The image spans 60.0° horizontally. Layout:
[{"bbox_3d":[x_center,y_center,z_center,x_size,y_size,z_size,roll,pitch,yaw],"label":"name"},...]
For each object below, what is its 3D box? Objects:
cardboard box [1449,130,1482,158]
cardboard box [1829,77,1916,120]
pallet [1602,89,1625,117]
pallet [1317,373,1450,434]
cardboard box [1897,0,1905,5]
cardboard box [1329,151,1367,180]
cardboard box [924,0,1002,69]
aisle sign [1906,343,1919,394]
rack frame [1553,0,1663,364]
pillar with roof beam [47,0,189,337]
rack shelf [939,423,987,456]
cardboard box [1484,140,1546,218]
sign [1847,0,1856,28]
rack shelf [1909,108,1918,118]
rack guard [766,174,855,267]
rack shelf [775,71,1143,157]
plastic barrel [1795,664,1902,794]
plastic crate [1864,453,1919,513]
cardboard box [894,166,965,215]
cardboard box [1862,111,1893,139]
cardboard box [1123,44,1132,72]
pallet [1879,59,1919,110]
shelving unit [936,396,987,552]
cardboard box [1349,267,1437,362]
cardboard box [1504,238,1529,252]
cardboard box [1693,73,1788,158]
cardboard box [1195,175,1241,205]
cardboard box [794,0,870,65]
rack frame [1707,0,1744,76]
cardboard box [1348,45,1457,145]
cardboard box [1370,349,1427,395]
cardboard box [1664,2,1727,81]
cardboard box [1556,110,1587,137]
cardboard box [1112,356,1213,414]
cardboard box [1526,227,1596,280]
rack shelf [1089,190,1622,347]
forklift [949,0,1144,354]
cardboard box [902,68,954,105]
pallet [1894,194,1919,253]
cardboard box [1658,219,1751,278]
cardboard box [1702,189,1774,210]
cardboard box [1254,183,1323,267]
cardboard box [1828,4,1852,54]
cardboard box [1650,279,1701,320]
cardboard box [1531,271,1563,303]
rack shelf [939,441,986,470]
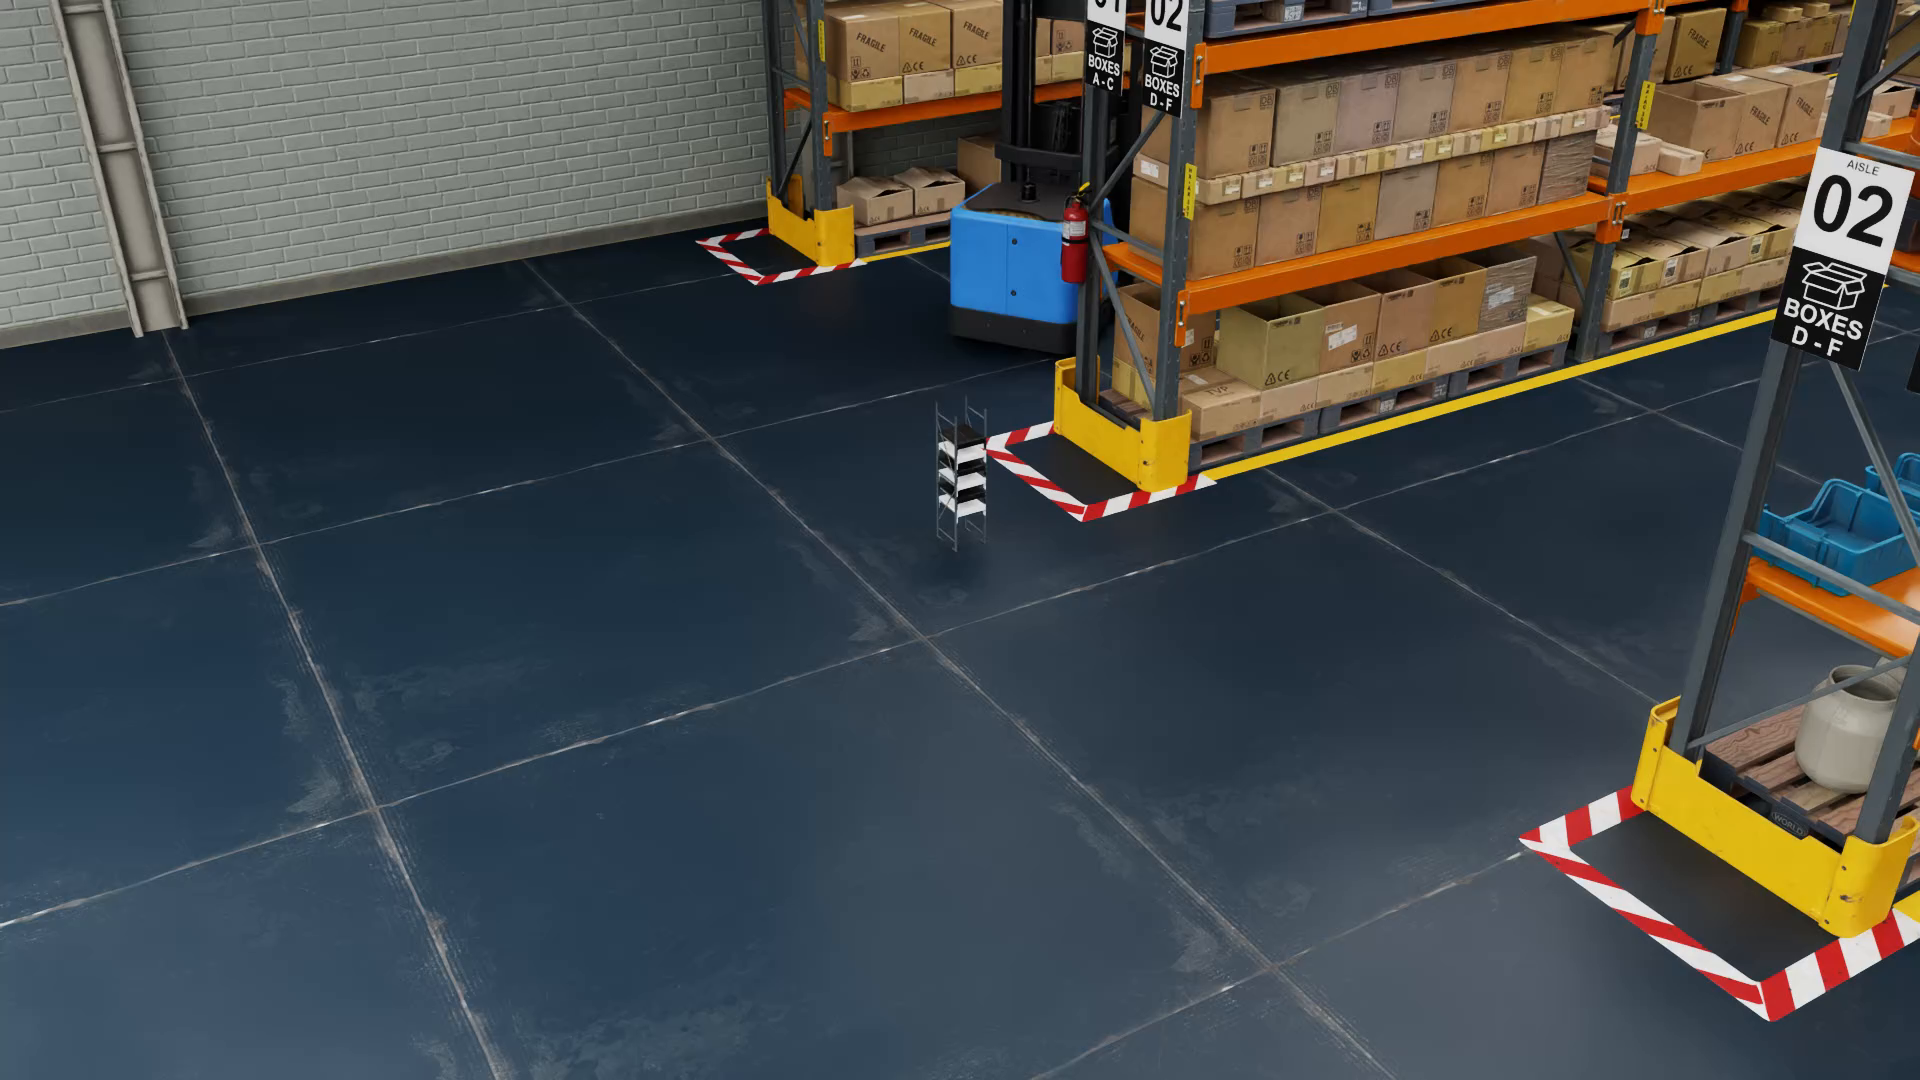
[{"bbox_3d":[3.323,-2.742,11.339,0.250,0.149,0.380,-15,32,-25],"label":"cardboard box"},{"bbox_3d":[7.658,-3.750,14.032,0.500,0.311,0.500,-14,32,-23],"label":"cardboard box"},{"bbox_3d":[7.249,-5.160,19.381,1.213,0.211,1.003,-16,33,-26],"label":"pallet"},{"bbox_3d":[2.785,-1.182,12.173,1.213,0.211,1.003,-16,33,-26],"label":"pallet"},{"bbox_3d":[11.807,-6.934,21.190,0.250,0.149,0.380,-16,33,-27],"label":"cardboard box"},{"bbox_3d":[2.433,-2.489,10.880,0.250,0.149,0.380,-17,33,-28],"label":"cardboard box"},{"bbox_3d":[0.027,-4.468,14.599,0.500,0.500,0.500,-17,33,-28],"label":"cardboard box"},{"bbox_3d":[3.689,-0.835,5.969,0.004,0.787,0.394,-16,33,-26],"label":"aisle sign"},{"bbox_3d":[4.545,-2.880,12.365,0.127,3.000,1.000,-16,33,-26],"label":"rack frame"},{"bbox_3d":[-4.244,-3.860,7.931,0.400,9.000,9.100,-16,33,-26],"label":"pillar with roof beam"},{"bbox_3d":[0.007,-0.603,9.922,0.200,0.077,0.258,-16,33,-26],"label":"rack shelf"},{"bbox_3d":[3.714,-2.681,11.900,0.500,0.500,0.700,-16,33,-27],"label":"cardboard box"},{"bbox_3d":[7.710,-4.555,14.284,0.005,0.325,0.100,-16,33,-26],"label":"sign"},{"bbox_3d":[9.718,-4.034,15.200,4.000,0.370,1.077,-16,33,-26],"label":"rack shelf"},{"bbox_3d":[-1.351,-2.888,14.966,0.348,0.500,1.175,-16,33,-26],"label":"rack guard"},{"bbox_3d":[0.308,-4.138,15.389,4.000,0.370,1.077,-16,33,-26],"label":"rack shelf"},{"bbox_3d":[4.131,0.876,7.699,0.421,0.512,0.421,0,29,0],"label":"plastic barrel"},{"bbox_3d":[4.445,-0.175,7.617,0.408,0.251,0.499,-16,33,-26],"label":"plastic crate"},{"bbox_3d":[-0.283,-3.251,15.363,0.500,0.311,0.500,-13,31,-22],"label":"cardboard box"},{"bbox_3d":[7.358,-3.414,13.592,0.250,0.149,0.380,-16,33,-26],"label":"cardboard box"},{"bbox_3d":[1.343,-4.525,15.480,0.500,0.250,0.500,-16,33,-26],"label":"cardboard box"},{"bbox_3d":[8.542,-3.971,14.539,1.003,0.211,1.213,-16,33,-26],"label":"pallet"},{"bbox_3d":[0.007,-0.396,10.036,0.210,0.900,0.258,-16,33,-26],"label":"shelving unit"},{"bbox_3d":[2.966,-1.614,11.705,0.500,0.500,0.500,-16,33,-26],"label":"cardboard box"},{"bbox_3d":[3.986,-2.206,12.777,0.500,0.500,0.500,-16,33,-26],"label":"cardboard box"},{"bbox_3d":[6.101,-3.357,13.125,0.500,0.500,0.500,-16,33,-26],"label":"cardboard box"},{"bbox_3d":[1.543,-2.235,10.421,0.250,0.149,0.380,-16,33,-27],"label":"cardboard box"},{"bbox_3d":[-1.118,-4.439,14.548,0.500,0.500,0.500,-16,33,-27],"label":"cardboard box"},{"bbox_3d":[8.929,-6.901,19.651,0.127,3.000,1.000,-16,33,-26],"label":"rack frame"},{"bbox_3d":[2.867,-3.012,11.158,0.500,0.500,0.700,-16,33,-26],"label":"cardboard box"},{"bbox_3d":[2.965,-1.286,11.887,0.500,0.250,0.500,-16,33,-26],"label":"cardboard box"},{"bbox_3d":[8.435,-5.931,19.682,0.750,0.750,0.750,-15,32,-26],"label":"cardboard box"},{"bbox_3d":[4.205,-2.993,11.793,0.250,0.149,0.380,-17,33,-27],"label":"cardboard box"},{"bbox_3d":[1.409,-1.136,11.614,0.500,0.250,0.500,-16,33,-26],"label":"cardboard box"},{"bbox_3d":[4.749,-2.324,13.188,0.500,0.311,0.500,-16,33,-26],"label":"cardboard box"},{"bbox_3d":[2.820,-2.076,11.651,4.000,0.370,1.077,-16,33,-26],"label":"rack shelf"},{"bbox_3d":[1.001,-3.389,13.357,1.130,2.935,3.031,13,31,22],"label":"forklift"},{"bbox_3d":[-0.395,-4.027,14.577,0.500,0.250,0.500,-17,33,-28],"label":"cardboard box"},{"bbox_3d":[4.365,-1.229,6.464,1.213,0.211,1.003,-16,33,-26],"label":"pallet"},{"bbox_3d":[5.907,-2.351,13.236,0.500,0.311,0.500,-17,33,-28],"label":"cardboard box"},{"bbox_3d":[6.504,-2.823,14.092,0.500,0.311,0.500,-17,33,-28],"label":"cardboard box"},{"bbox_3d":[1.955,-2.184,11.000,0.500,0.500,0.700,-15,32,-25],"label":"cardboard box"},{"bbox_3d":[10.960,-6.511,21.096,0.500,0.500,0.700,-17,33,-28],"label":"cardboard box"},{"bbox_3d":[5.459,-1.980,13.145,0.500,0.250,0.500,-15,32,-25],"label":"cardboard box"},{"bbox_3d":[4.755,-2.083,13.330,0.500,0.250,0.500,-16,33,-27],"label":"cardboard box"},{"bbox_3d":[0.007,-0.524,9.965,0.200,0.077,0.258,-16,33,-26],"label":"rack shelf"}]
